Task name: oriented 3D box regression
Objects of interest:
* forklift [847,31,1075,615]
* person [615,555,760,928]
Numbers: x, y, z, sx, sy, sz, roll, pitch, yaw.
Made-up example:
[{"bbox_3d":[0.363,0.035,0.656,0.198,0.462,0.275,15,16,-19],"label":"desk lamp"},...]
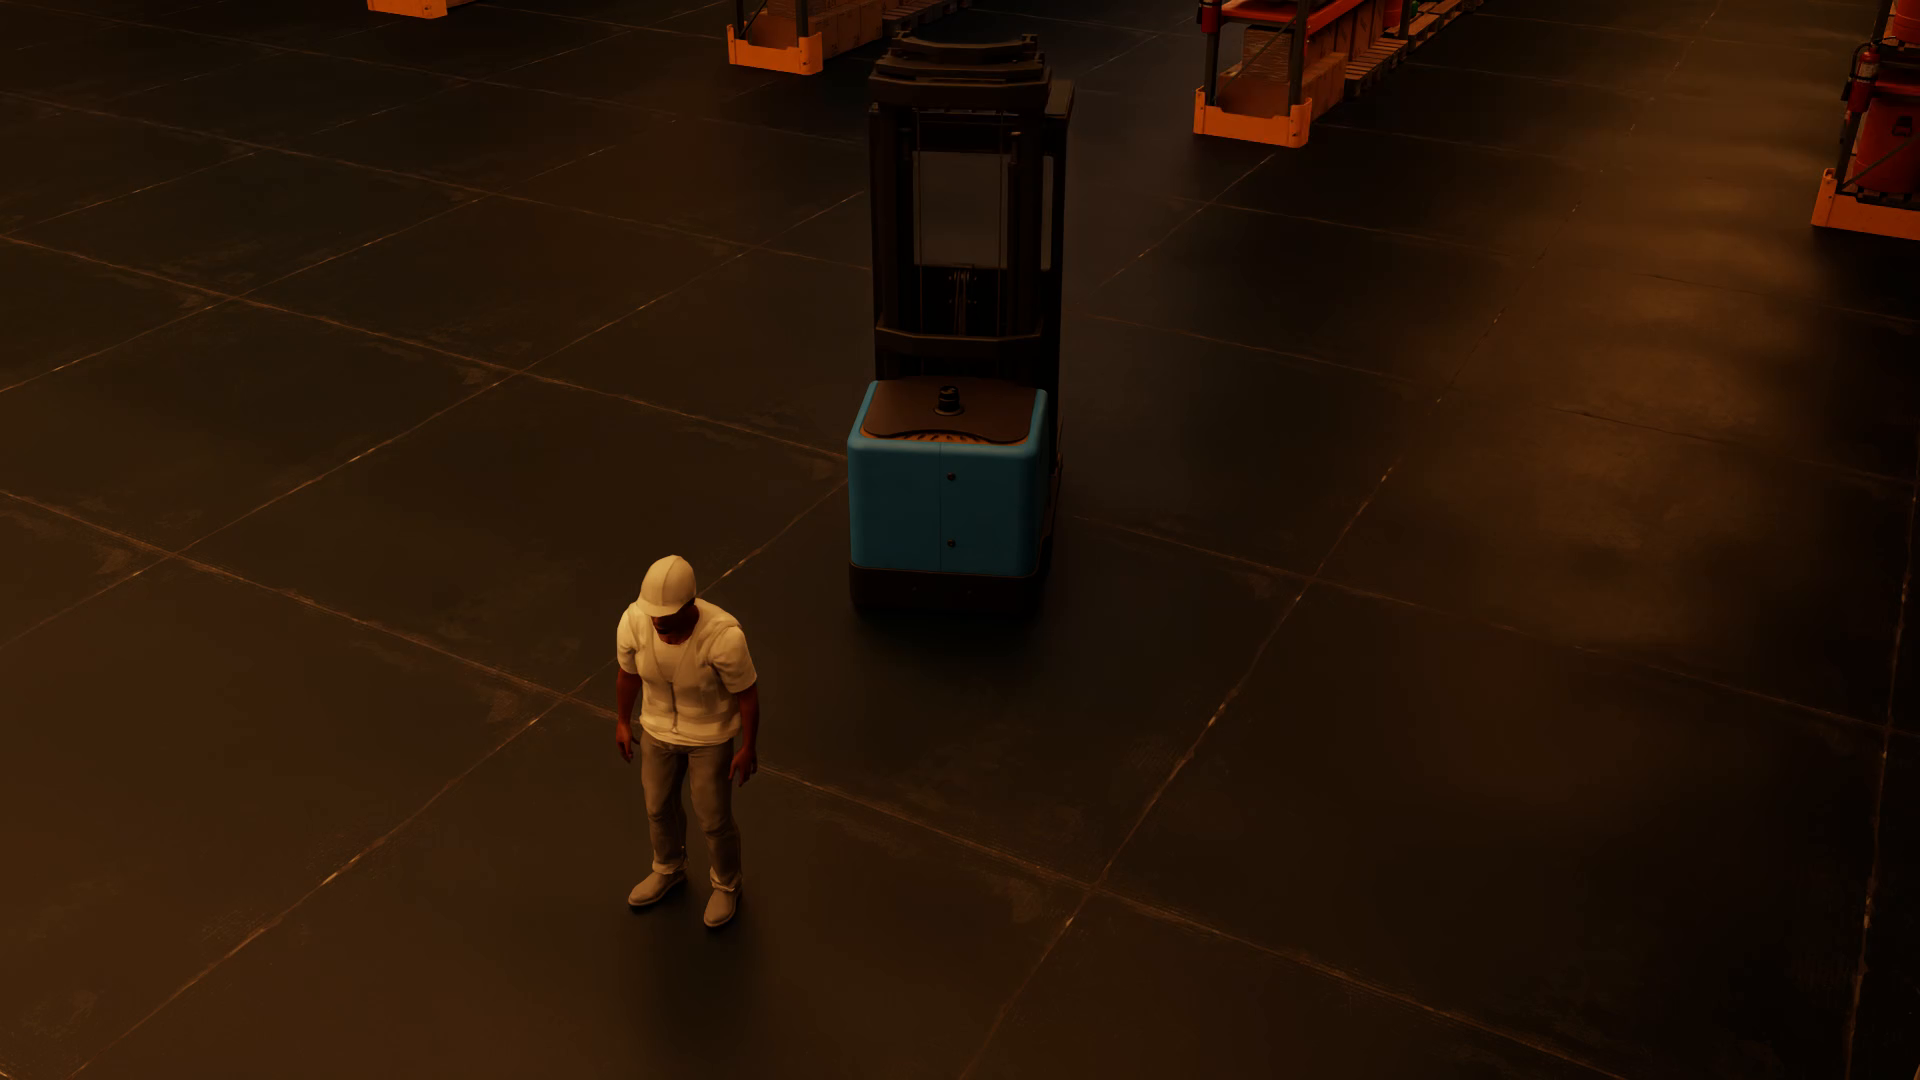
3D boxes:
[{"bbox_3d":[0.072,-1.572,9.794,1.130,2.935,3.031,3,30,6],"label":"forklift"},{"bbox_3d":[-1.129,0.806,6.851,0.631,1.759,0.461,9,31,16],"label":"person"}]
